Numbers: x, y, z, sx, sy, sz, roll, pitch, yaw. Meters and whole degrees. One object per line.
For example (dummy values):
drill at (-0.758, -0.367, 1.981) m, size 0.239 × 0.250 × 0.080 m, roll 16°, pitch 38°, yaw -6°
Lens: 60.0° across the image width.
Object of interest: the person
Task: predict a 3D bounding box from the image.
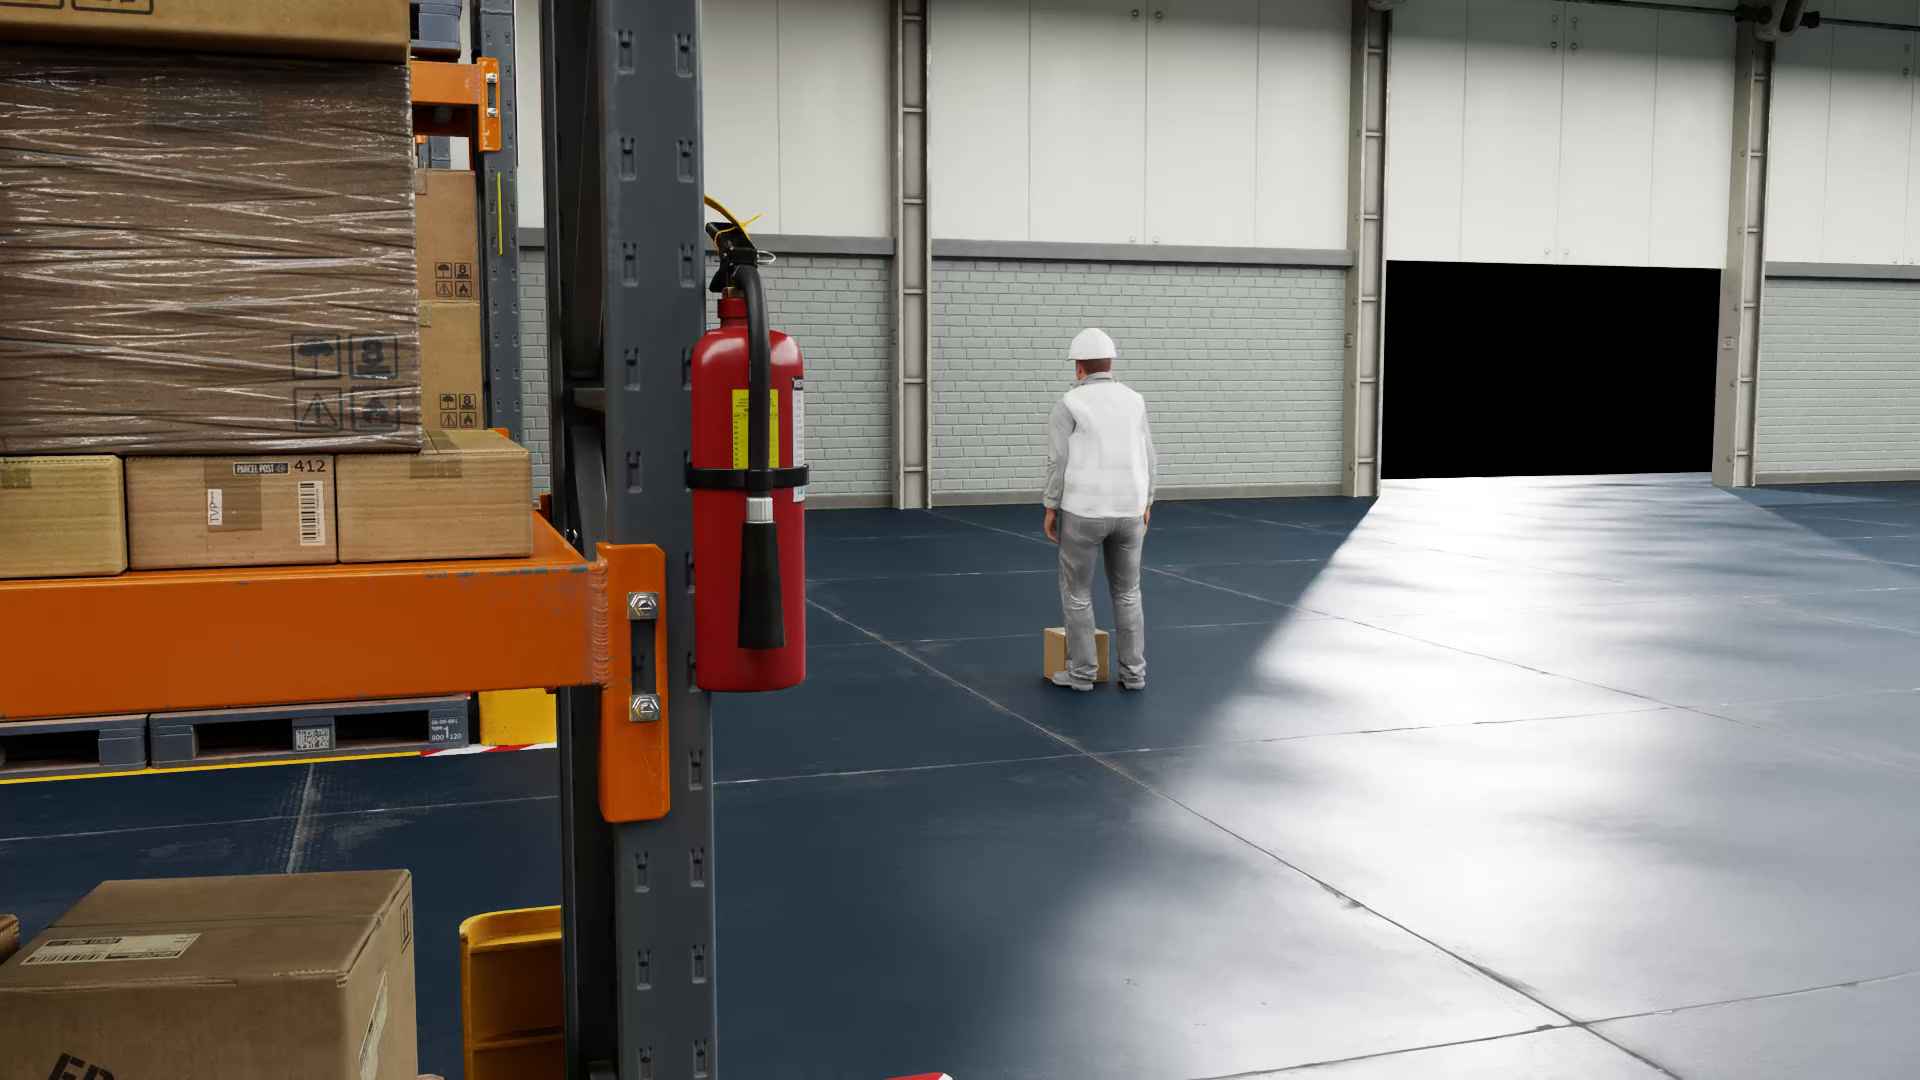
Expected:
person at (0.686, -0.147, 8.154) m, size 0.580 × 1.772 × 0.461 m, roll -2°, pitch 6°, yaw -18°
